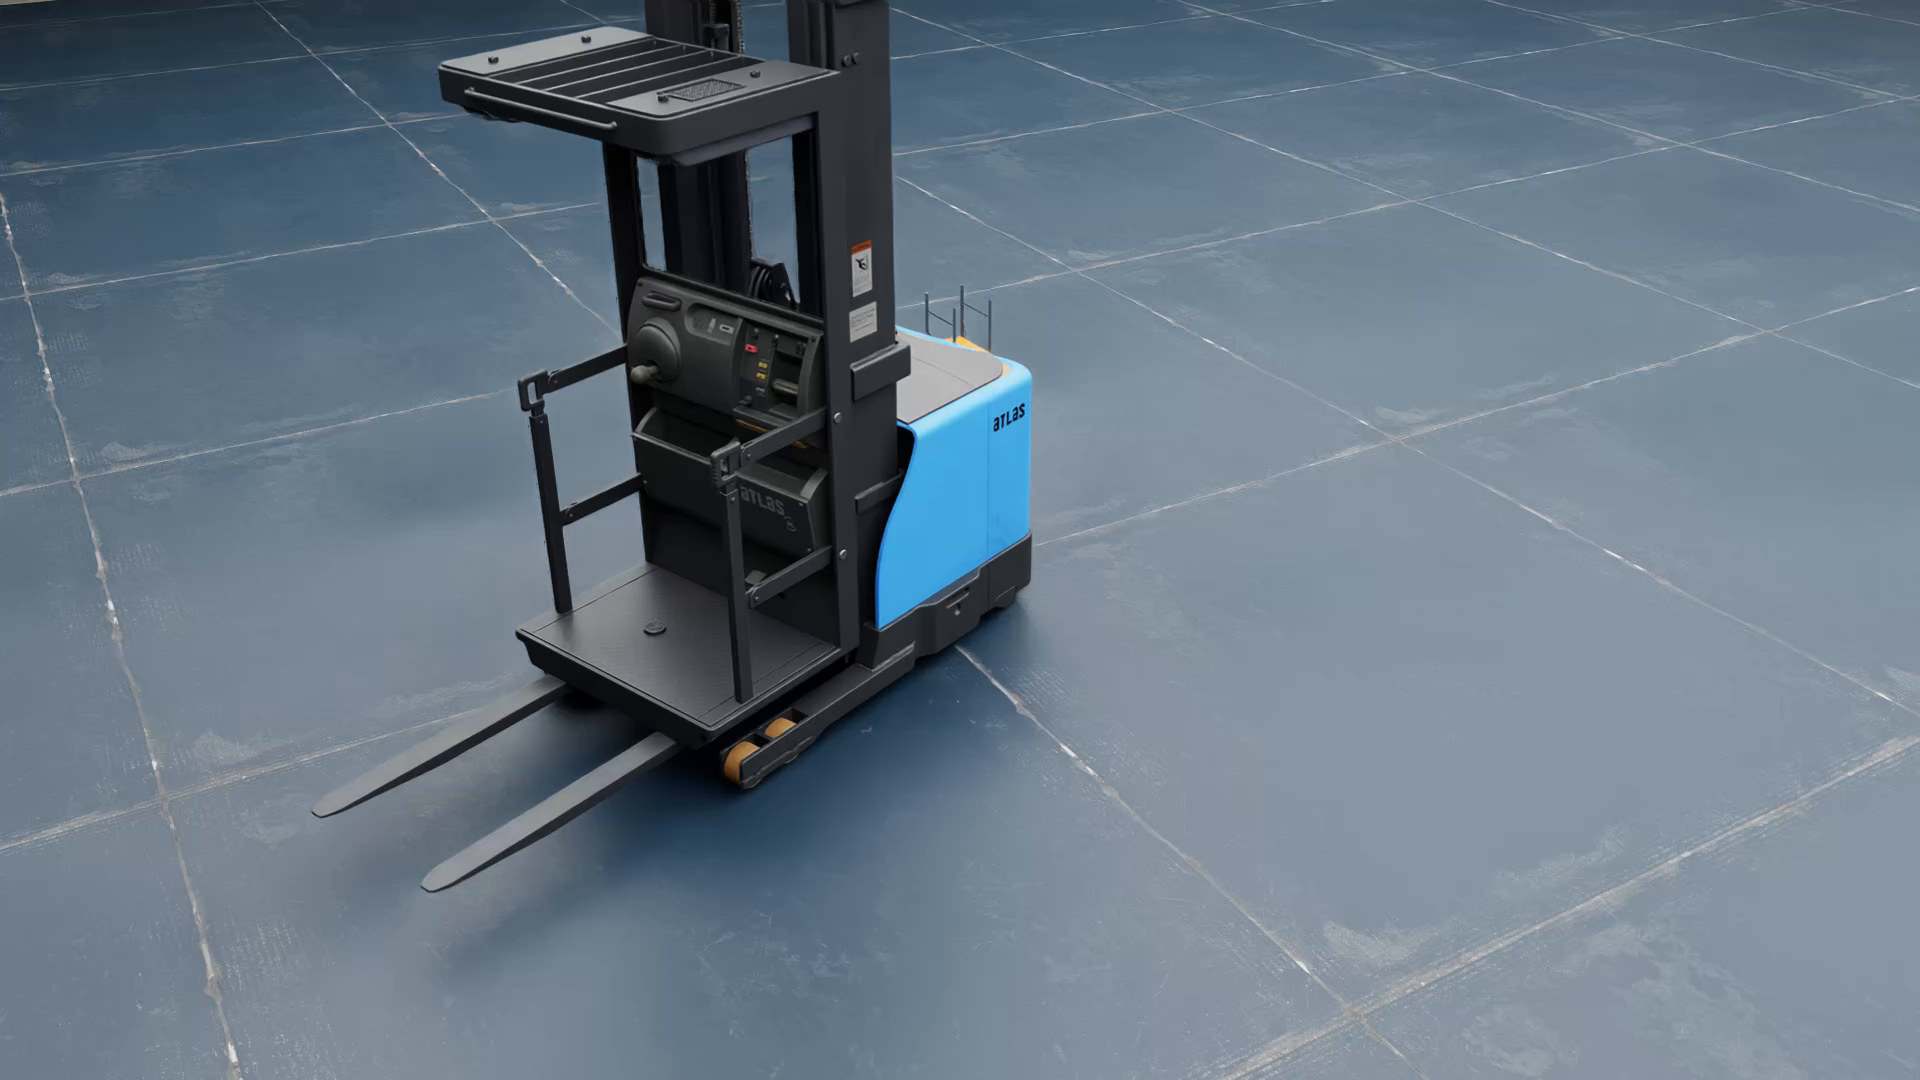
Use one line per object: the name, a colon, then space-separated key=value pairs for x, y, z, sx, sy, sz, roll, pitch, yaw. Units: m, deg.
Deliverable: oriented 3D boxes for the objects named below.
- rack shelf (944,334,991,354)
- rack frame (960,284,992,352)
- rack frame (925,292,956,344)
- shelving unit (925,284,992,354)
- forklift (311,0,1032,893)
rack shelf: x=-0.008 y=-0.801 z=7.306 sx=0.180 sy=0.103 sz=0.258 roll=-18 pitch=33 yaw=-29
rack frame: x=0.069 y=-0.549 z=7.503 sx=0.006 sy=1.200 sz=0.240 roll=-18 pitch=33 yaw=-29
rack frame: x=-0.084 y=-0.500 z=7.415 sx=0.006 sy=1.200 sz=0.240 roll=-18 pitch=33 yaw=-29
shelving unit: x=-0.008 y=-0.525 z=7.459 sx=0.189 sy=1.200 sz=0.258 roll=-18 pitch=33 yaw=-29
forklift: x=-0.998 y=-0.645 z=5.885 sx=1.130 sy=2.935 sz=3.031 roll=21 pitch=35 yaw=33
